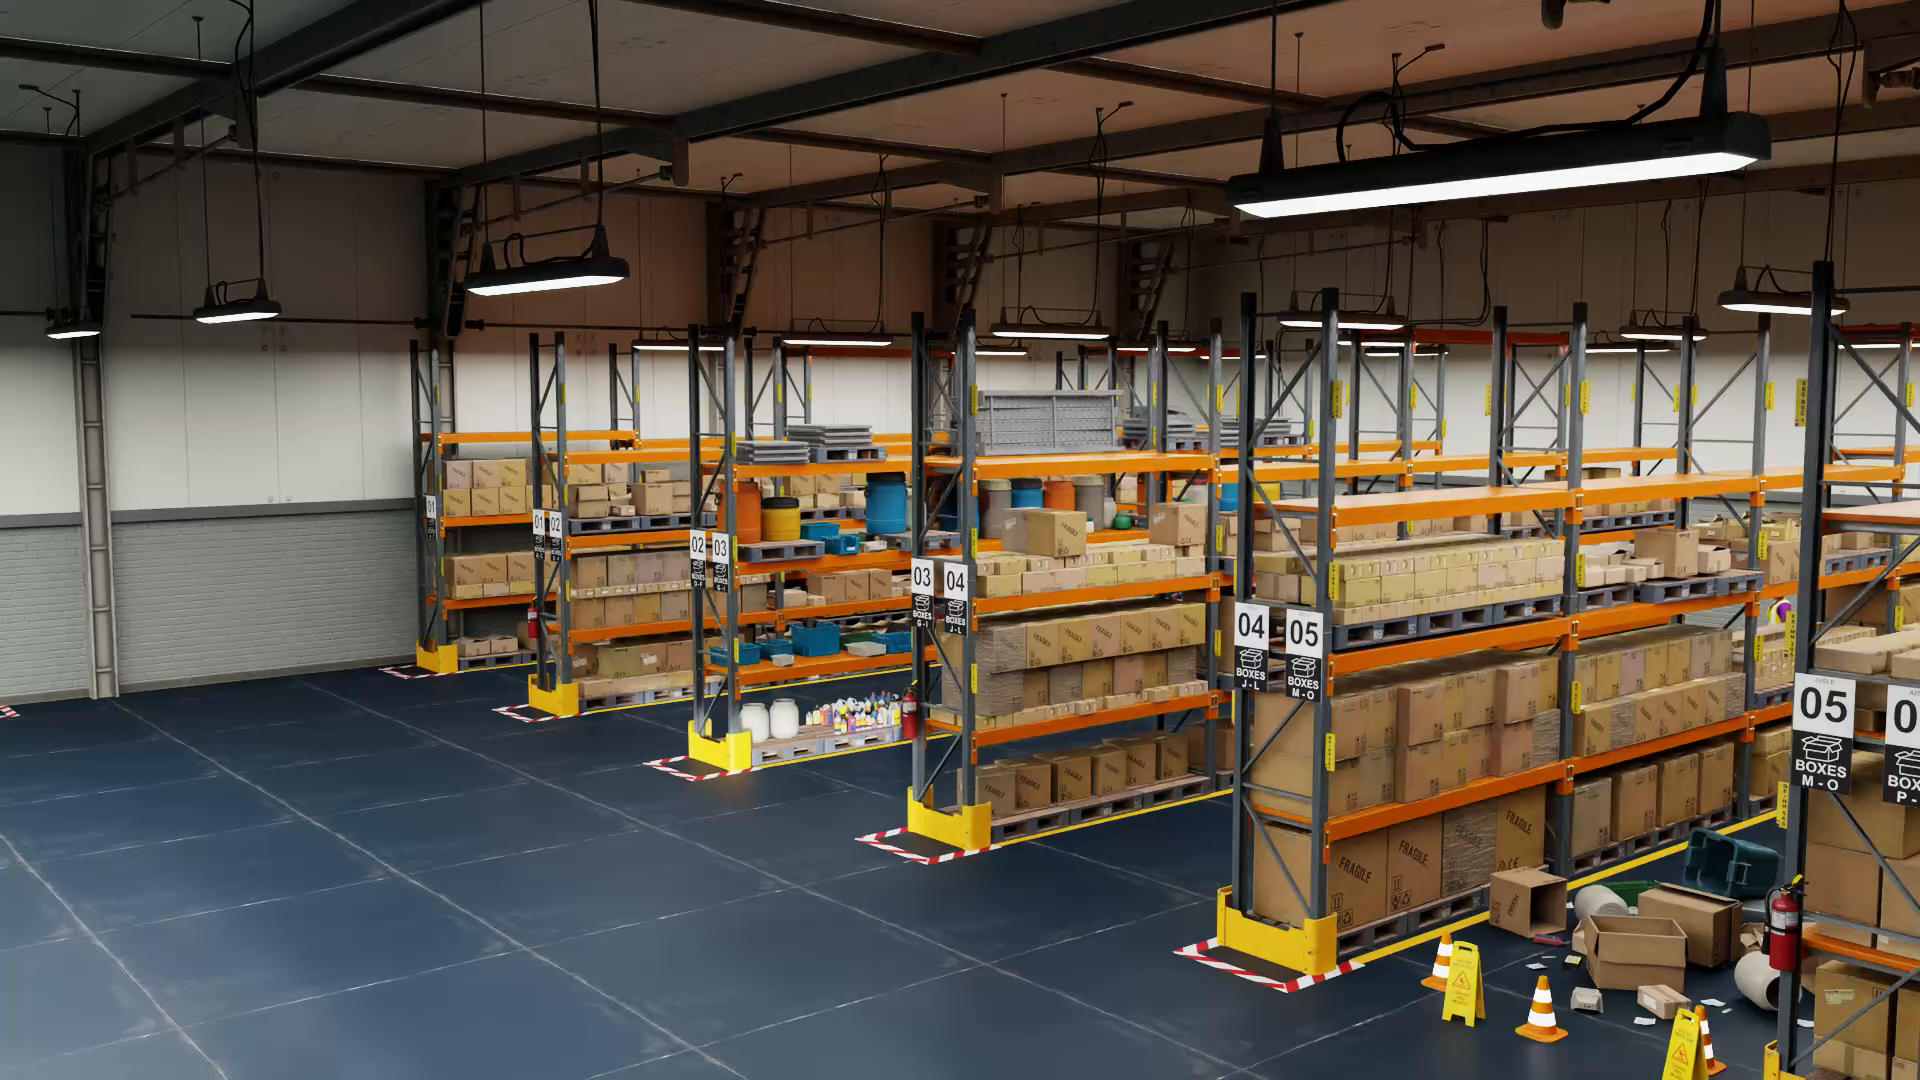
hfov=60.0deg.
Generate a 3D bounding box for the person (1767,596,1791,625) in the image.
[{"bbox_3d":[14.245,1.622,28.919,1.002,1.739,0.617,4,6,34],"label":"person"}]
